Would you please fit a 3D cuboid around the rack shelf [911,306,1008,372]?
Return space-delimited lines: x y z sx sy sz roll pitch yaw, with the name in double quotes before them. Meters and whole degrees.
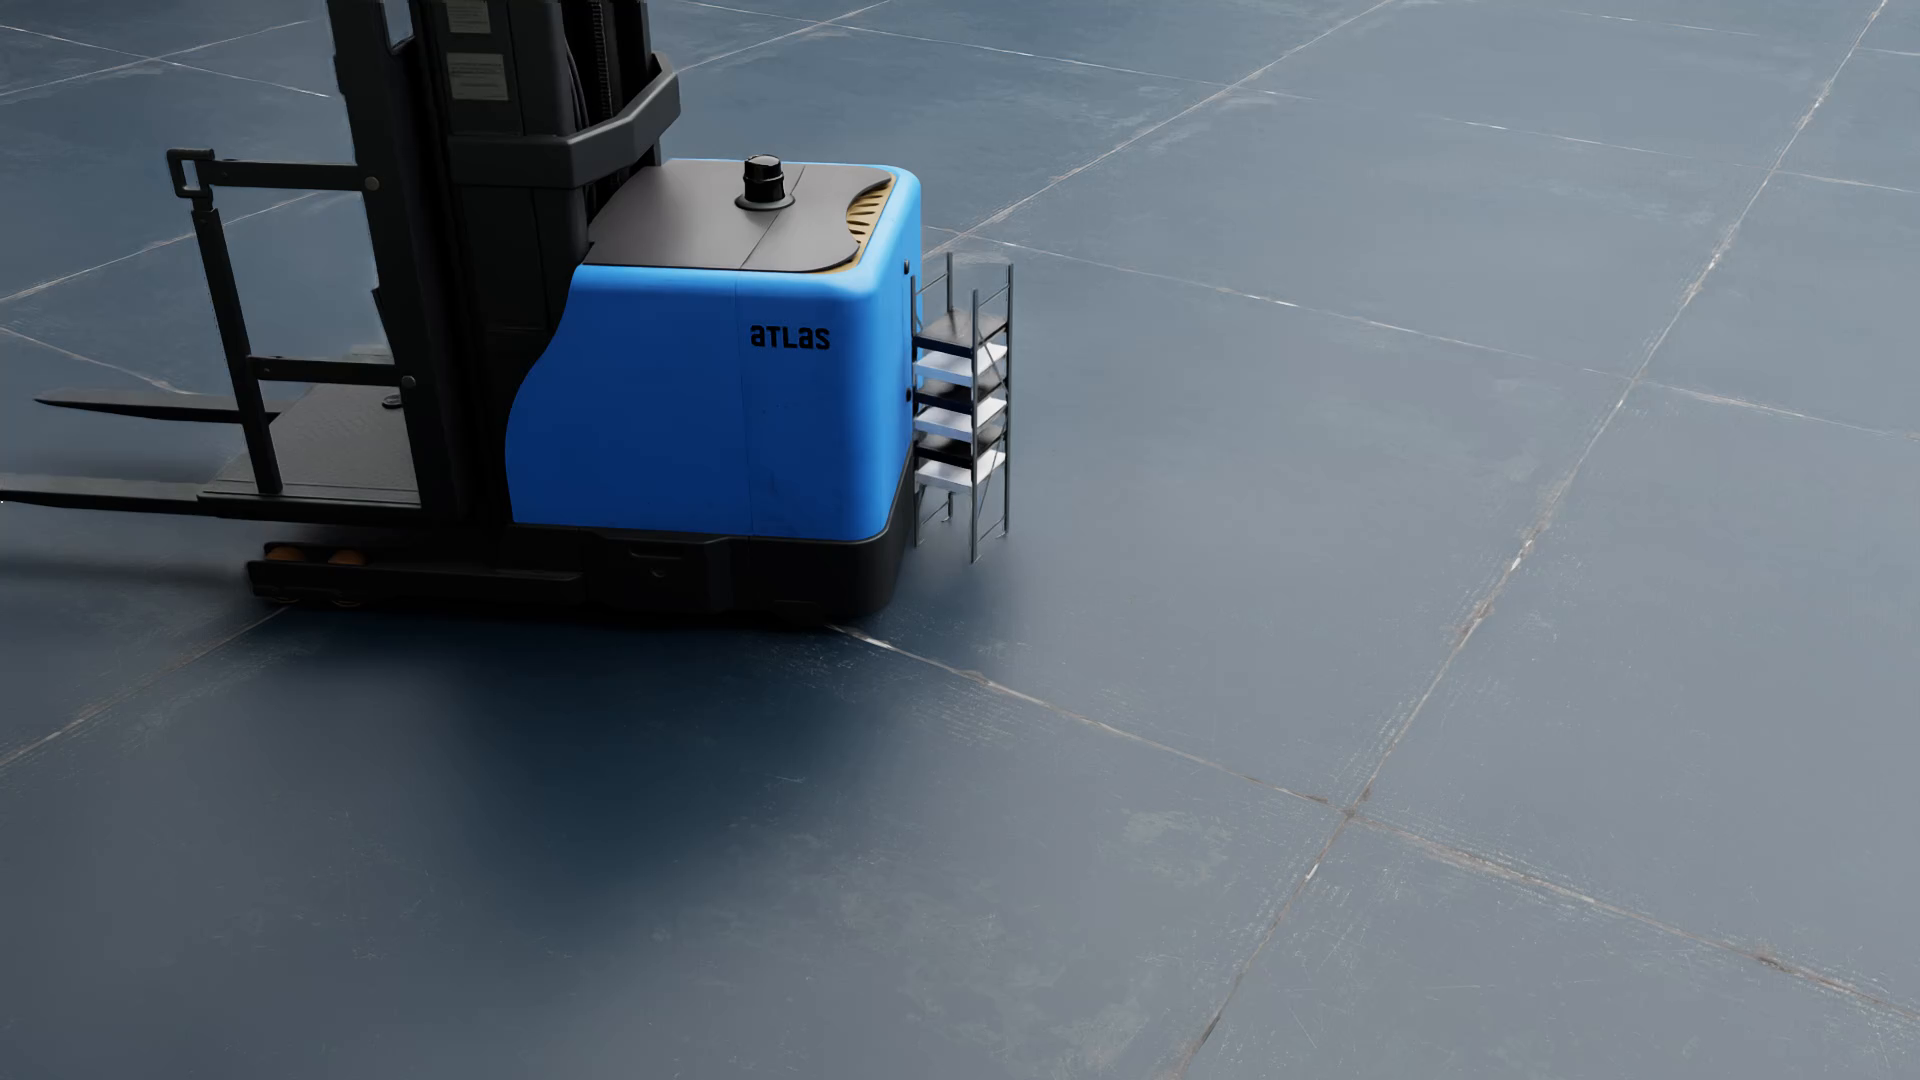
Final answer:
"rack shelf" 0.007 -0.596 4.909 0.200 0.077 0.258 15 34 24

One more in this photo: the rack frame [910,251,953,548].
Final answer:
"rack frame" -0.083 -0.416 5.070 0.006 0.900 0.240 15 34 24

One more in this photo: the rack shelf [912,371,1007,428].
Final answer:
"rack shelf" 0.007 -0.441 5.000 0.200 0.077 0.258 15 34 24

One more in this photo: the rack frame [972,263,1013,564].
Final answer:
"rack frame" 0.096 -0.367 4.986 0.006 0.900 0.240 15 34 24

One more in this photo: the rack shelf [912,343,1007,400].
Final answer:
"rack shelf" 0.007 -0.518 4.954 0.200 0.077 0.258 15 34 24

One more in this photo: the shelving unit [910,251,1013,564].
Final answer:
"shelving unit" 0.007 -0.392 5.028 0.210 0.900 0.258 15 34 24

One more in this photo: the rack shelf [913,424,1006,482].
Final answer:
"rack shelf" 0.007 -0.285 5.090 0.200 0.077 0.258 15 34 24

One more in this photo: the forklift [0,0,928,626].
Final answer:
"forklift" -1.660 -1.328 4.617 3.031 2.935 1.130 3 30 5

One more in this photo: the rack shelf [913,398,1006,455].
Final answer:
"rack shelf" 0.007 -0.363 5.045 0.200 0.077 0.258 15 34 24

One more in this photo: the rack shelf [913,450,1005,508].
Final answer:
"rack shelf" 0.007 -0.207 5.136 0.200 0.077 0.258 15 34 24
